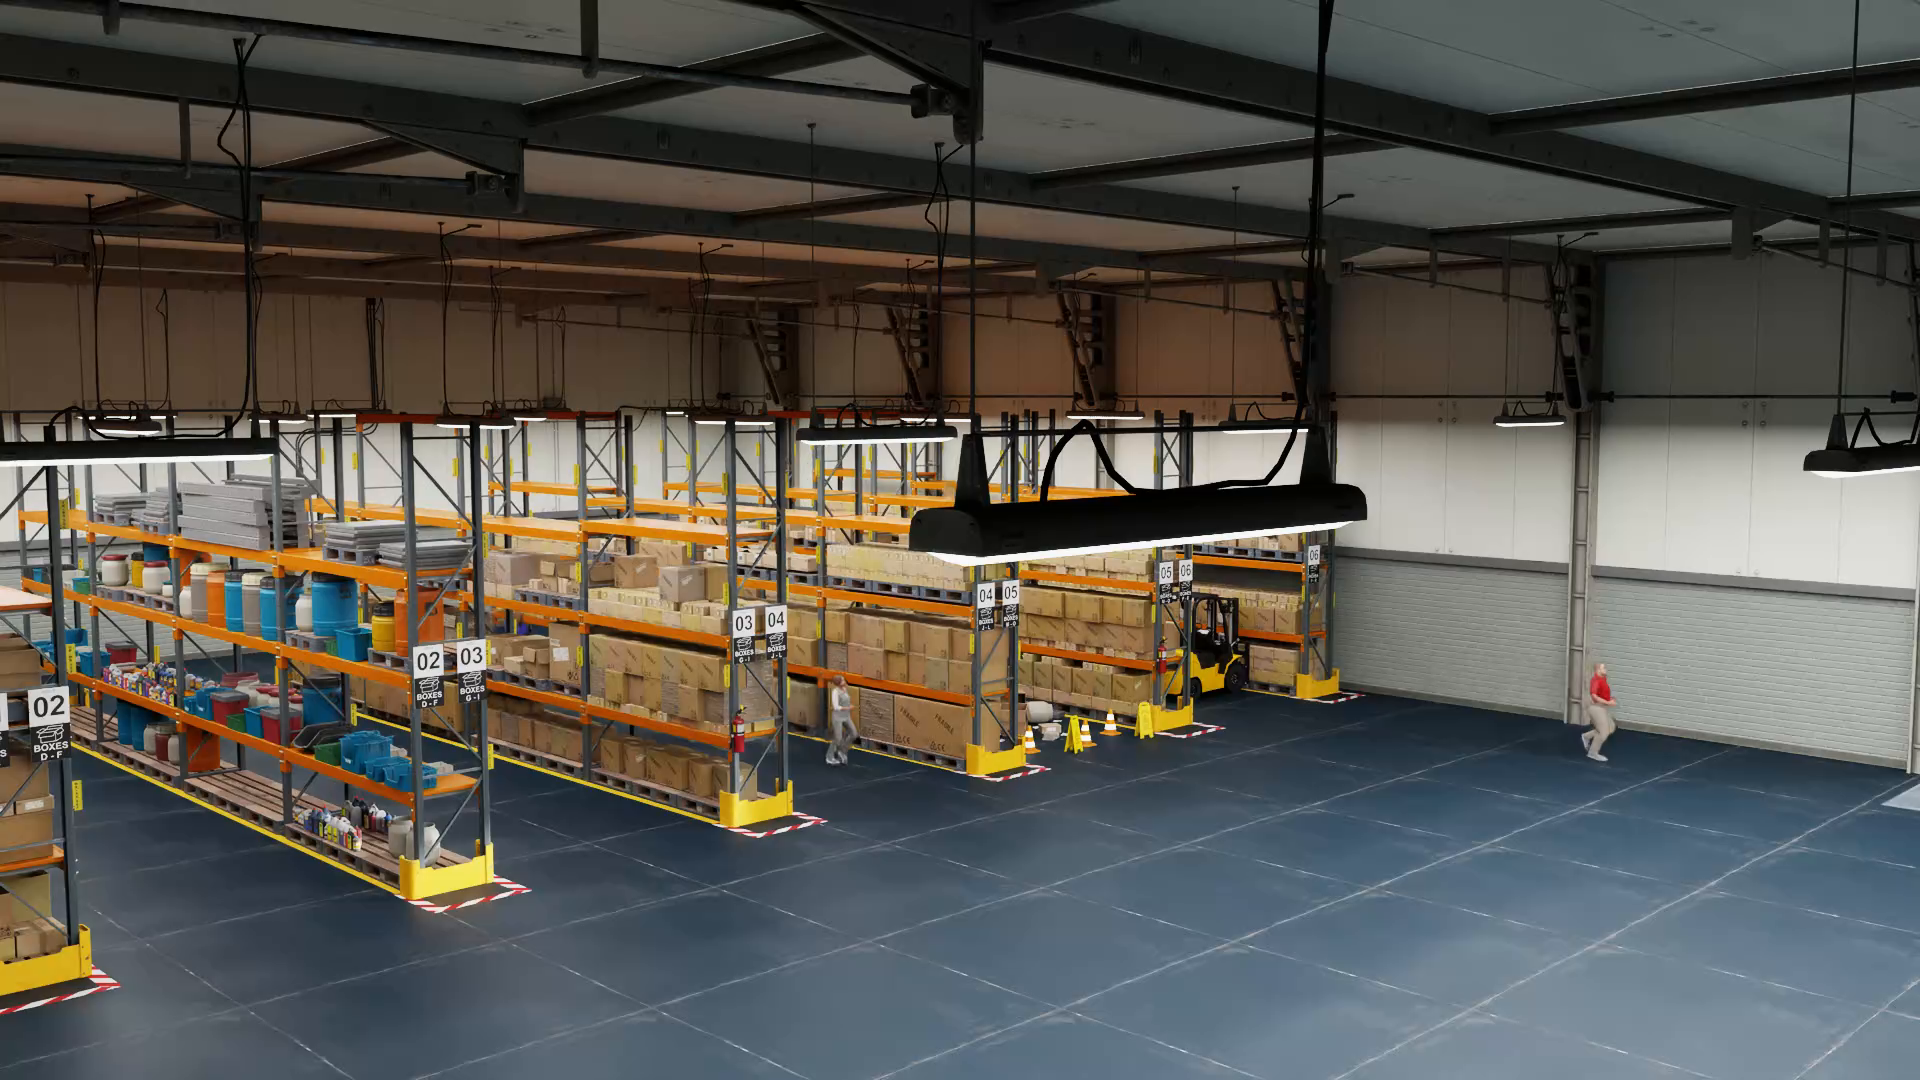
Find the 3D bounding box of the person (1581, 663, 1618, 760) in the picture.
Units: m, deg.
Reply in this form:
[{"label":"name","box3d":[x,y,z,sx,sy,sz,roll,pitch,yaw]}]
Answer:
[{"label":"person","box3d":[11.155,2.980,28.958,0.585,1.692,0.705,3,6,28]}]

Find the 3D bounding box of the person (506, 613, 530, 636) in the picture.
[{"label":"person","box3d":[-9.584,2.396,36.173,0.595,1.627,0.571,5,7,44]}]

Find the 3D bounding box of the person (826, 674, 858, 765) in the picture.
[{"label":"person","box3d":[-2.008,3.074,28.369,0.644,1.564,0.510,3,6,31]}]
